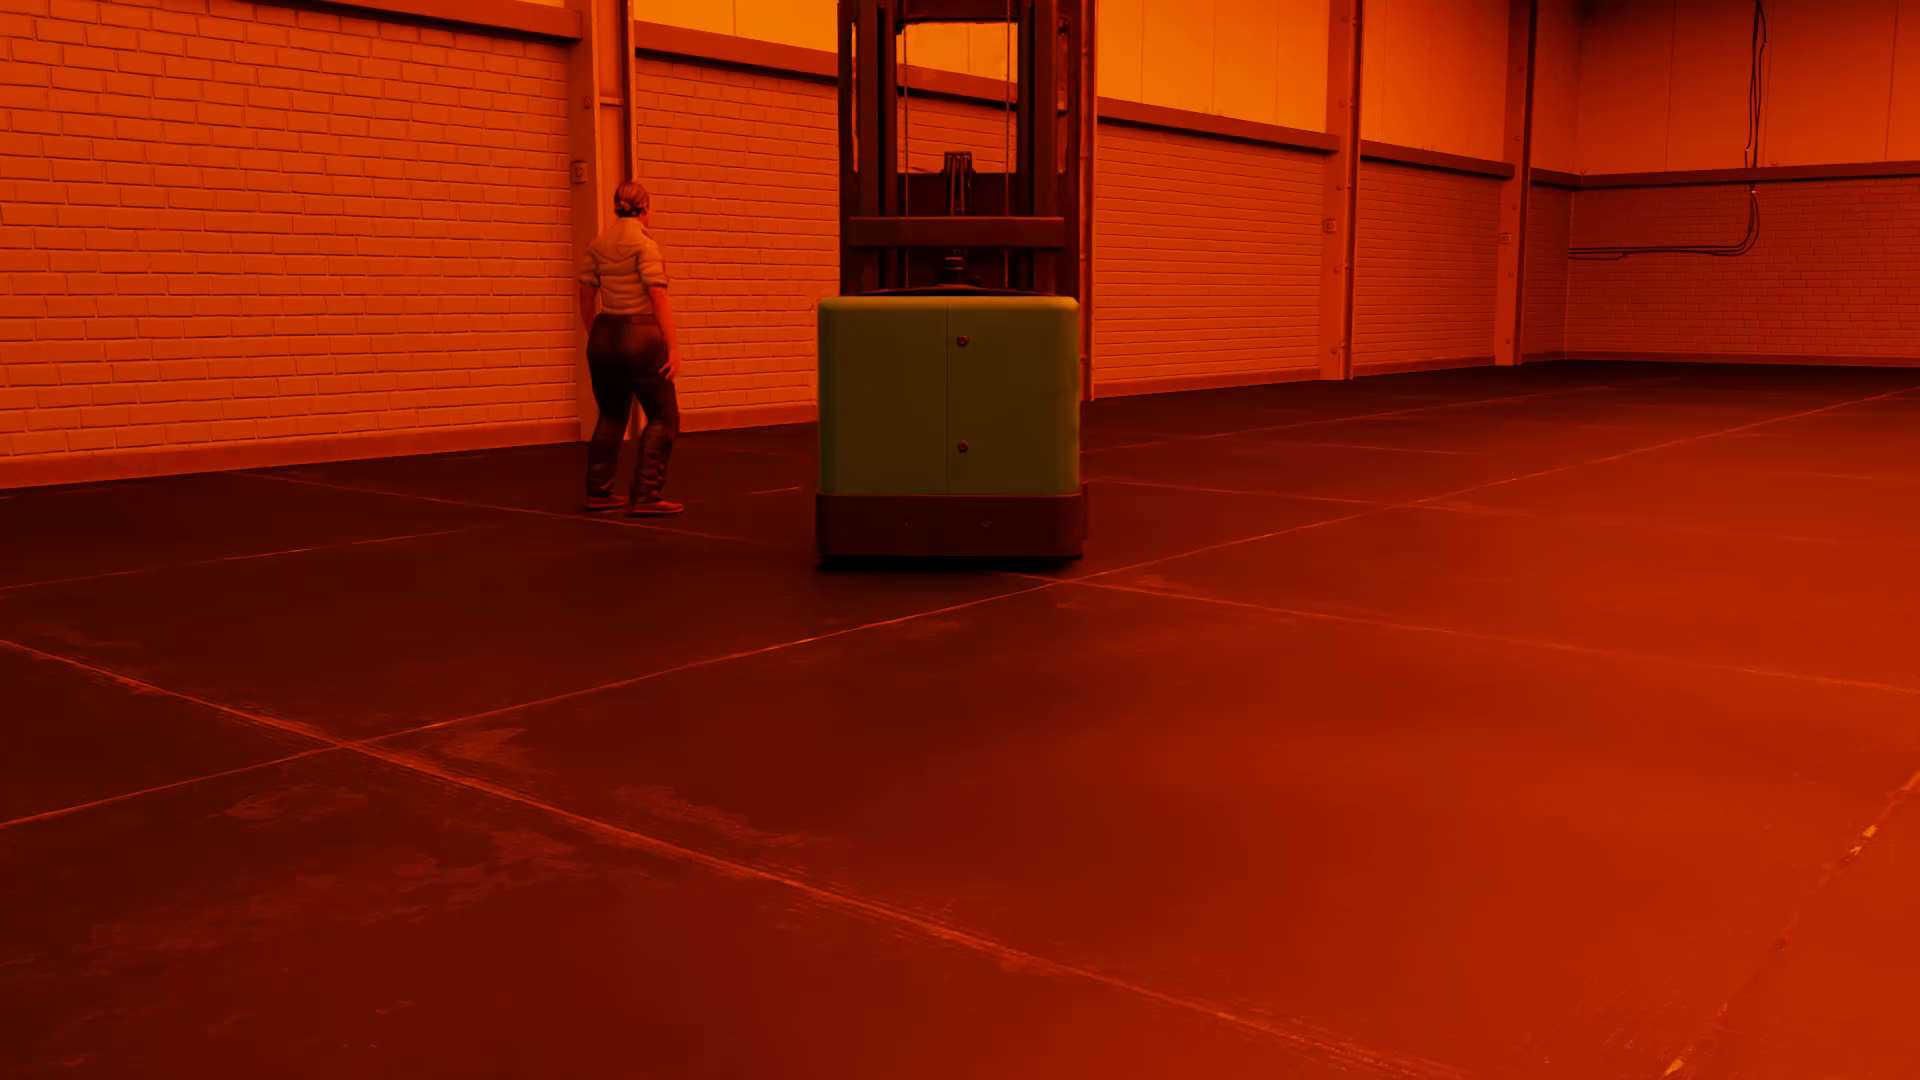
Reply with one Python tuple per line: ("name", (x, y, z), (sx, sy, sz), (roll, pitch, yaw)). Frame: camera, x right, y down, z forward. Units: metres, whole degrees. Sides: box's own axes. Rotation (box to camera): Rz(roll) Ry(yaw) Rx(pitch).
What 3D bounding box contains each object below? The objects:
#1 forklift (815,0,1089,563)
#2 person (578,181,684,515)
("forklift", (0.008, -1.534, 7.766), (1.130, 2.935, 3.031), (0, 8, 2))
("person", (-1.622, -0.945, 8.236), (0.675, 1.634, 0.394), (5, 10, 33))
